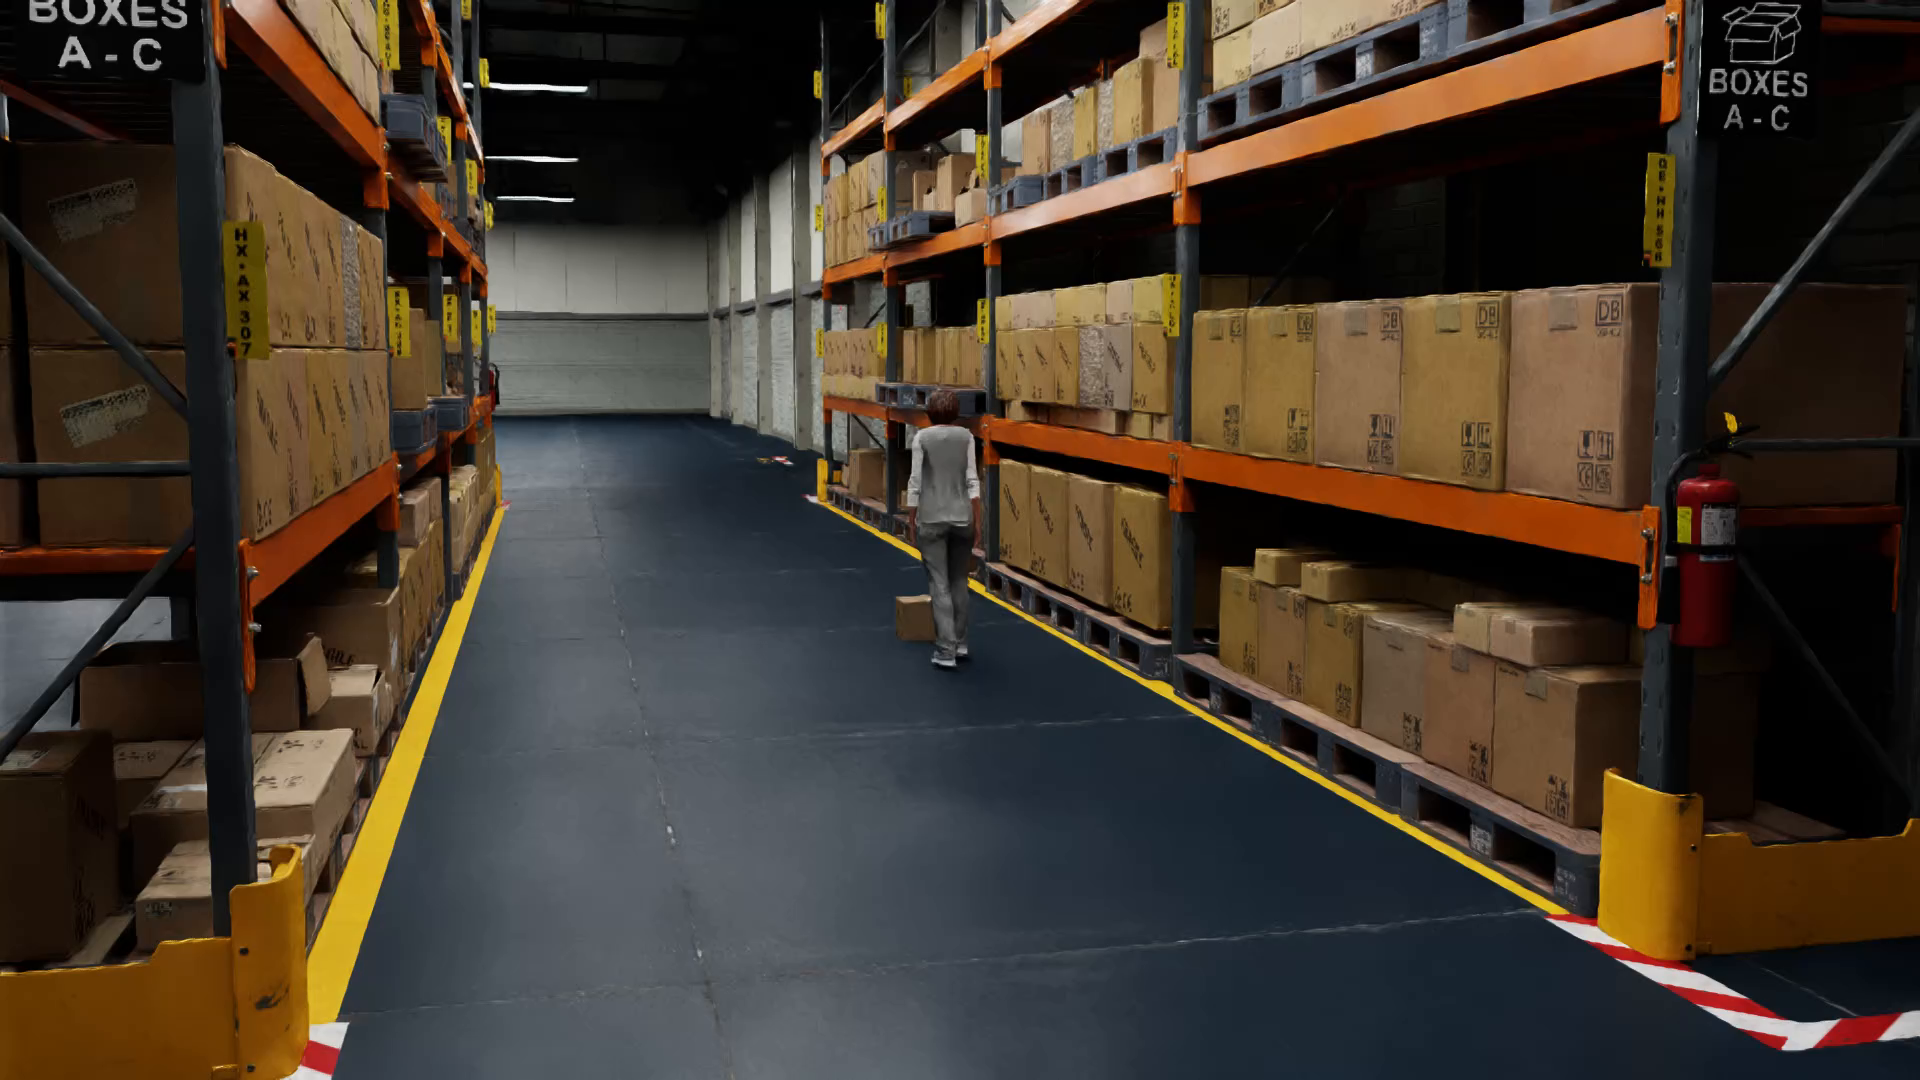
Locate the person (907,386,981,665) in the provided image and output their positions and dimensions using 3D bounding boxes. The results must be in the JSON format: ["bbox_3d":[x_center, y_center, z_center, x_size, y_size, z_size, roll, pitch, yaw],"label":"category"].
[{"bbox_3d":[-0.107,-0.081,9.591,0.420,1.611,0.563,-2,7,-17],"label":"person"}]
